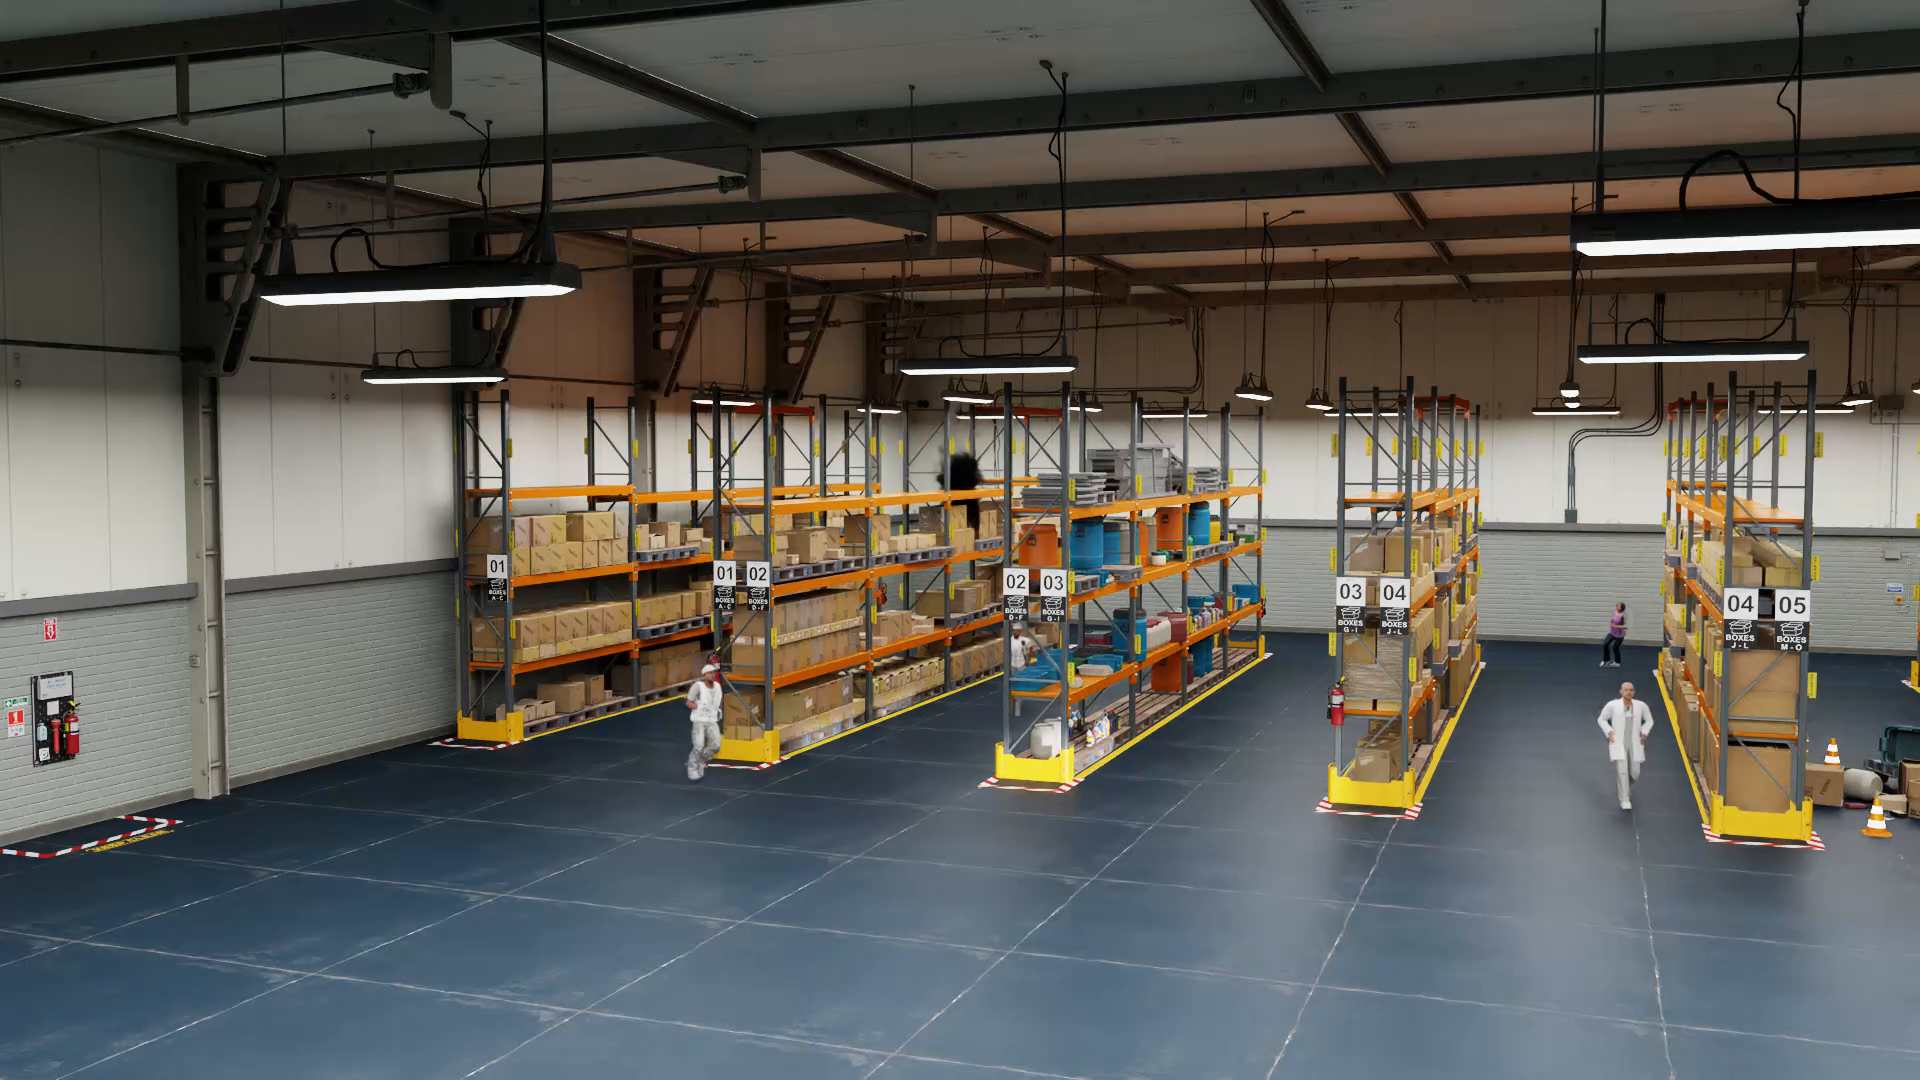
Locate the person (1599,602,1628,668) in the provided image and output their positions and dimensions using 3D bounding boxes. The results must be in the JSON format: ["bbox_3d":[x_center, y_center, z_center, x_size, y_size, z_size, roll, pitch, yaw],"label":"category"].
[{"bbox_3d":[14.899,2.157,37.733,0.610,1.539,0.698,-2,4,-31],"label":"person"}]

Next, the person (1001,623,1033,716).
[{"bbox_3d":[1.065,2.409,31.388,0.577,1.712,0.906,1,3,12],"label":"person"}]

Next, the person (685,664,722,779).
[{"bbox_3d":[-3.786,2.745,25.098,0.691,1.727,0.602,-2,4,-38],"label":"person"}]

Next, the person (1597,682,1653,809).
[{"bbox_3d":[9.297,2.894,23.223,0.737,1.654,0.675,1,3,12],"label":"person"}]
